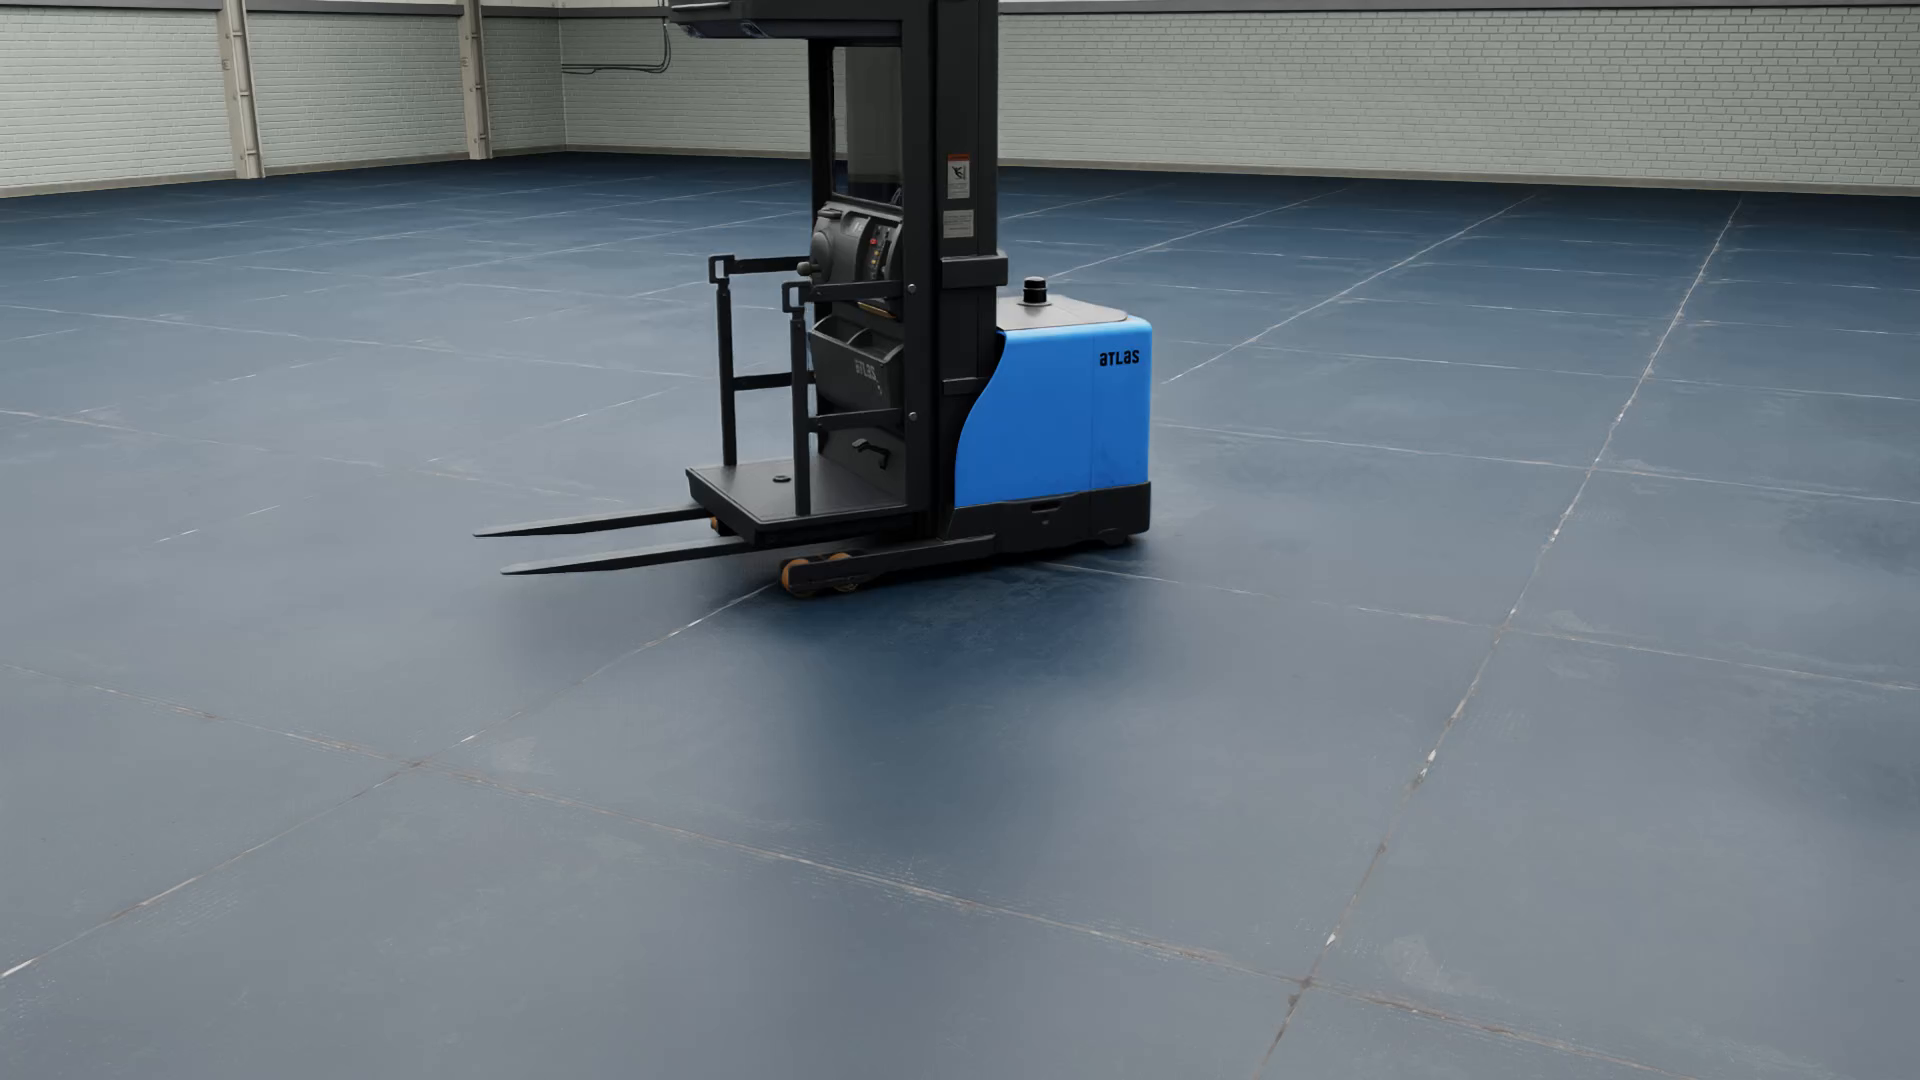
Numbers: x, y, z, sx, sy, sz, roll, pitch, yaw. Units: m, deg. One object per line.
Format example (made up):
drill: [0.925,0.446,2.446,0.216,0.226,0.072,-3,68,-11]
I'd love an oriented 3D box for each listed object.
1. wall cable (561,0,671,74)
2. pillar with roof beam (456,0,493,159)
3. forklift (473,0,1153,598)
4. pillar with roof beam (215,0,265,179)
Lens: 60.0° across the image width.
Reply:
wall cable: [-7.650,-11.485,36.341,3.097,2.526,0.112,8,18,25]
pillar with roof beam: [-6.298,-11.844,32.095,9.100,9.000,0.400,8,18,25]
forklift: [-0.648,-1.327,7.345,3.031,2.935,1.130,-8,18,-25]
pillar with roof beam: [-8.979,-10.315,26.950,9.100,9.000,0.400,8,18,25]
